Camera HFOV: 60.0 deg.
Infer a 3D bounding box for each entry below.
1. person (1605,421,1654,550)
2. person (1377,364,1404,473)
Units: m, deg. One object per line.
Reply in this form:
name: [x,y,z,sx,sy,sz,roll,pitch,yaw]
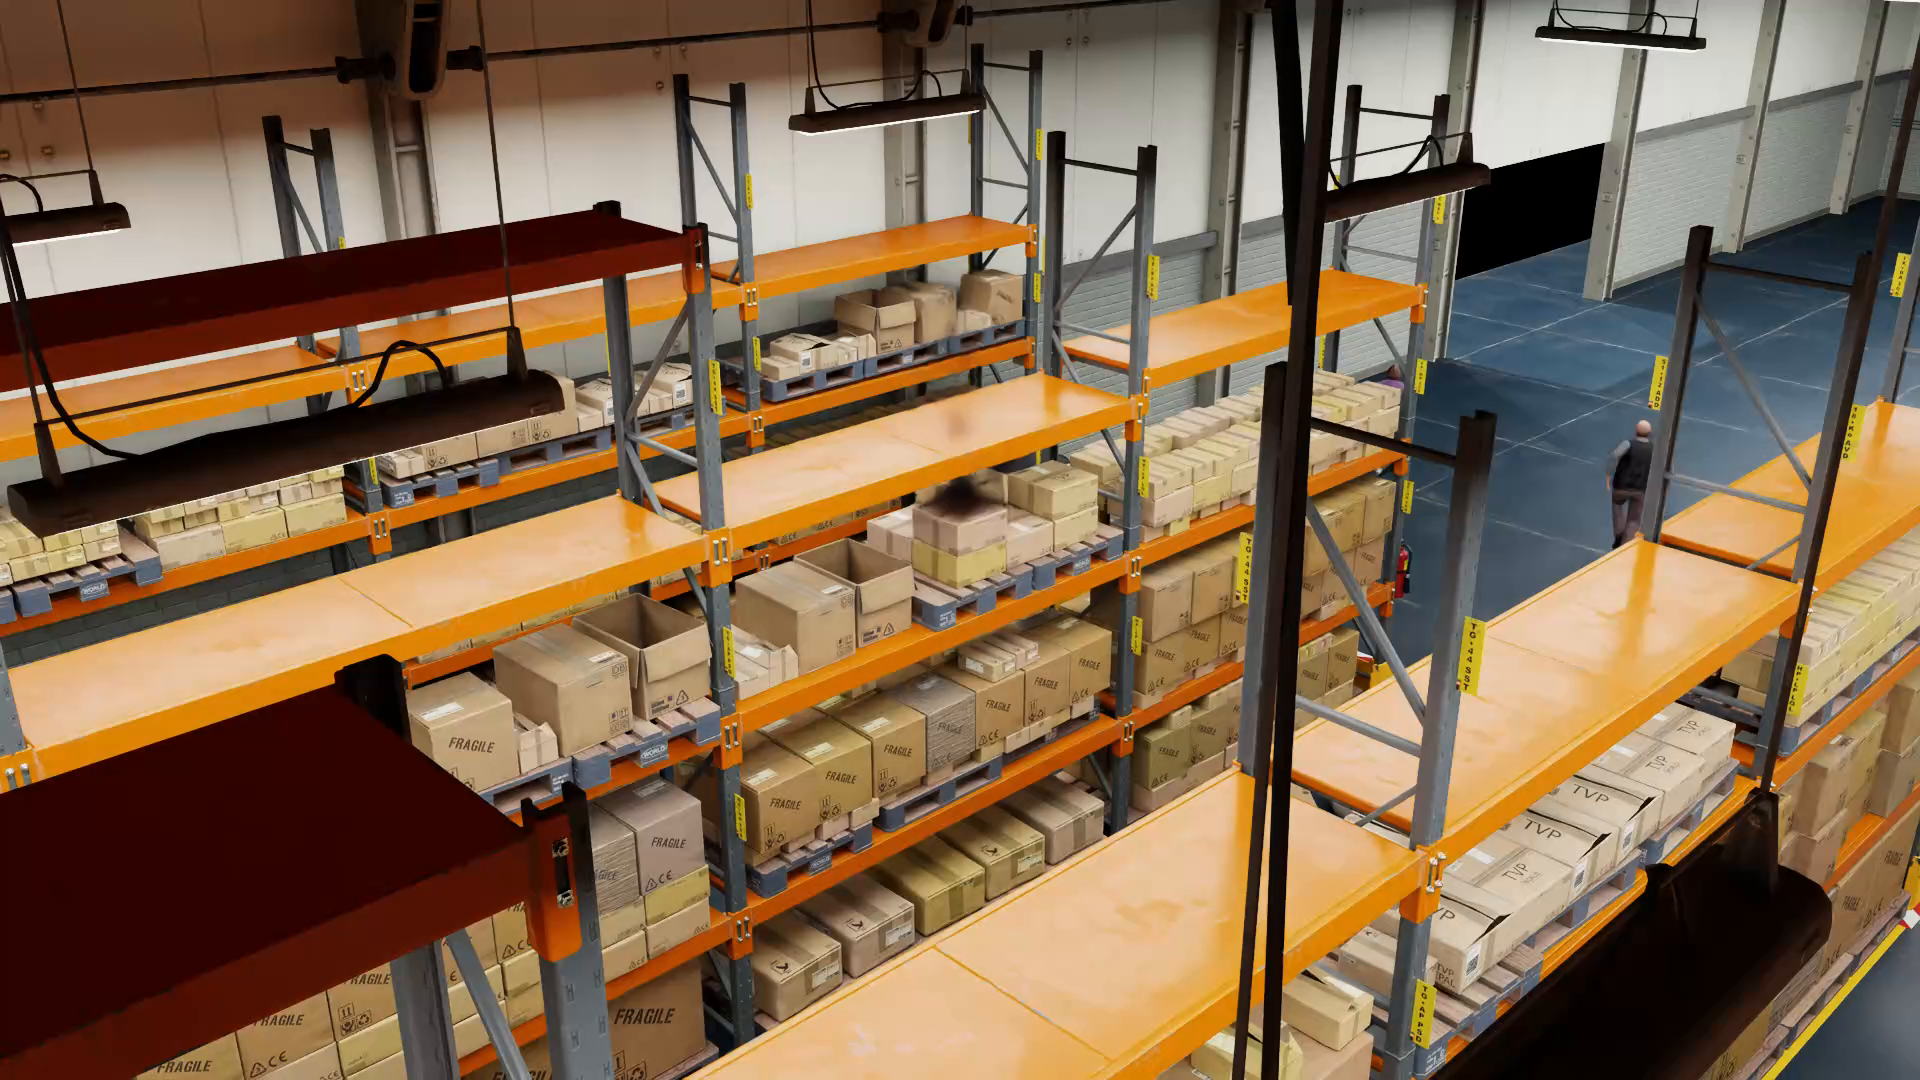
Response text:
person: [8.088,-0.599,20.058,0.682,1.710,0.806,6,23,14]
person: [5.846,-1.599,22.672,0.566,1.589,0.876,11,25,24]
